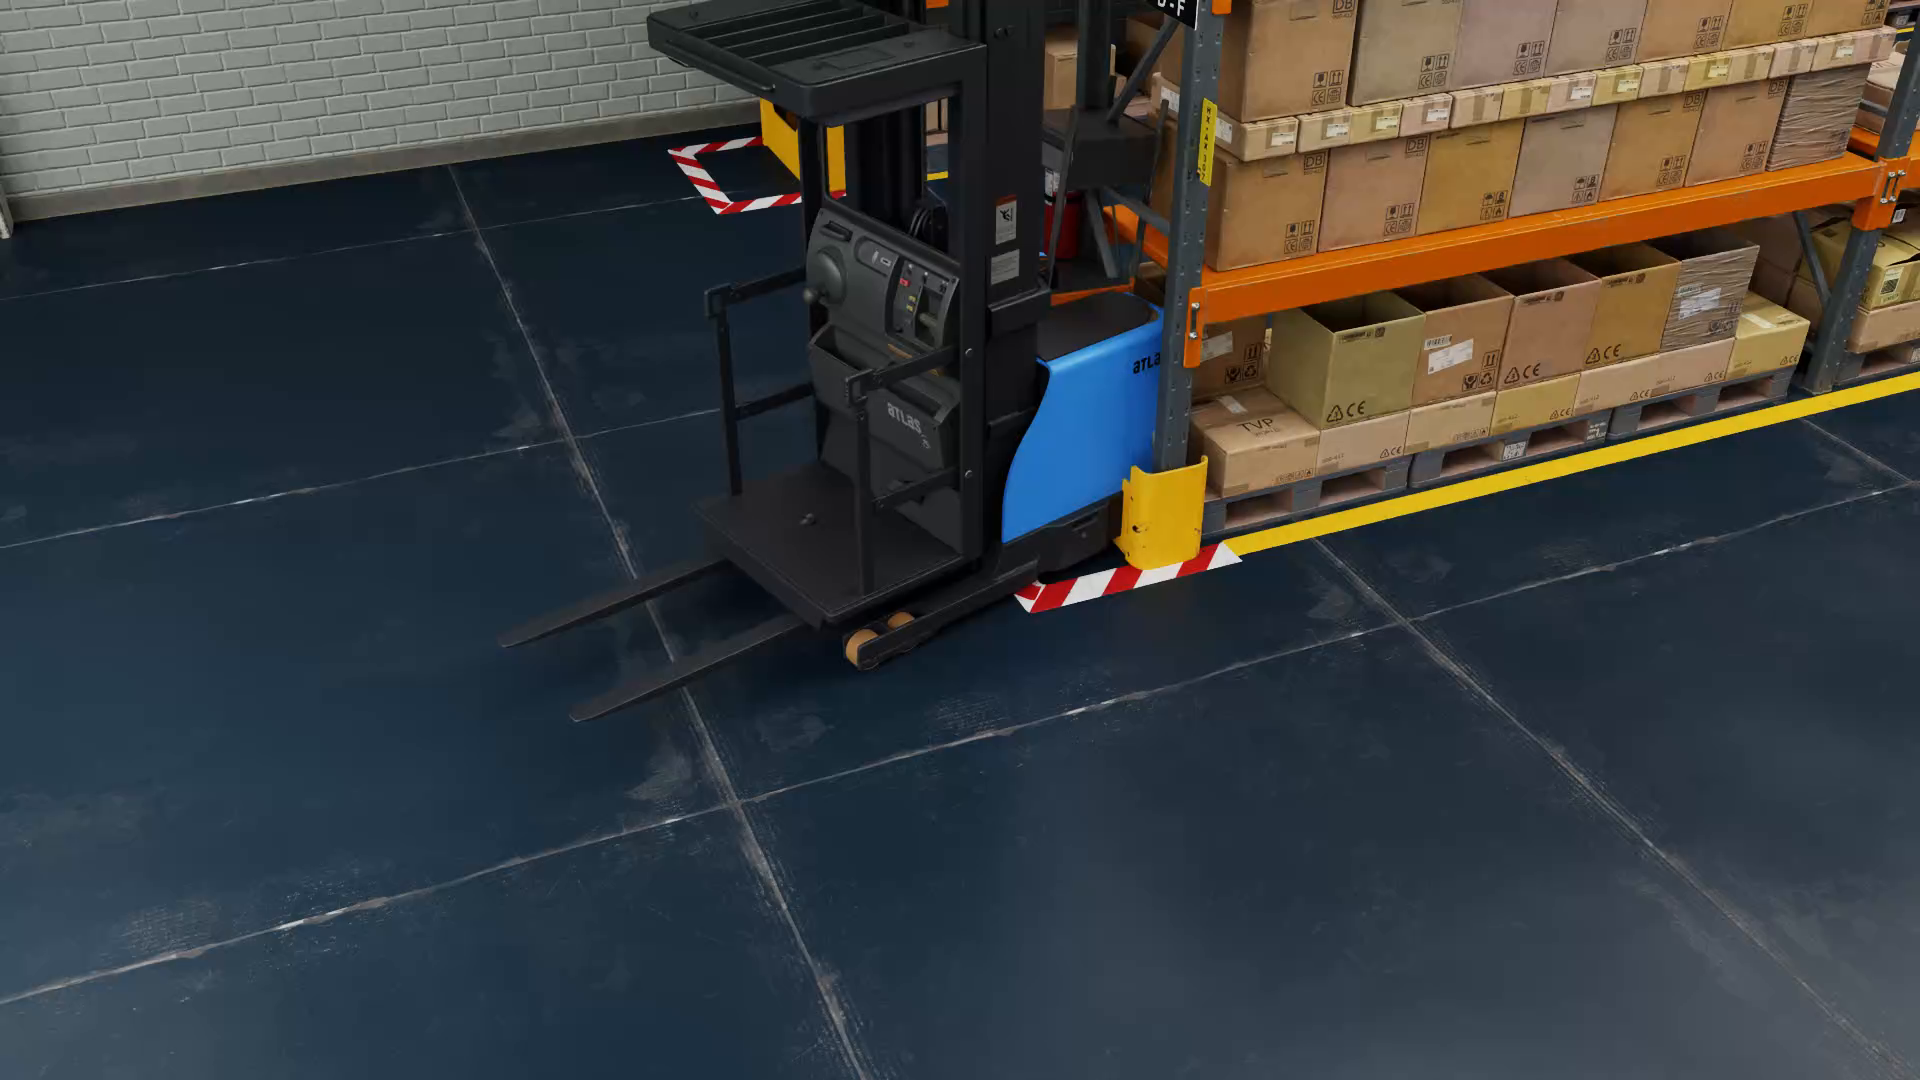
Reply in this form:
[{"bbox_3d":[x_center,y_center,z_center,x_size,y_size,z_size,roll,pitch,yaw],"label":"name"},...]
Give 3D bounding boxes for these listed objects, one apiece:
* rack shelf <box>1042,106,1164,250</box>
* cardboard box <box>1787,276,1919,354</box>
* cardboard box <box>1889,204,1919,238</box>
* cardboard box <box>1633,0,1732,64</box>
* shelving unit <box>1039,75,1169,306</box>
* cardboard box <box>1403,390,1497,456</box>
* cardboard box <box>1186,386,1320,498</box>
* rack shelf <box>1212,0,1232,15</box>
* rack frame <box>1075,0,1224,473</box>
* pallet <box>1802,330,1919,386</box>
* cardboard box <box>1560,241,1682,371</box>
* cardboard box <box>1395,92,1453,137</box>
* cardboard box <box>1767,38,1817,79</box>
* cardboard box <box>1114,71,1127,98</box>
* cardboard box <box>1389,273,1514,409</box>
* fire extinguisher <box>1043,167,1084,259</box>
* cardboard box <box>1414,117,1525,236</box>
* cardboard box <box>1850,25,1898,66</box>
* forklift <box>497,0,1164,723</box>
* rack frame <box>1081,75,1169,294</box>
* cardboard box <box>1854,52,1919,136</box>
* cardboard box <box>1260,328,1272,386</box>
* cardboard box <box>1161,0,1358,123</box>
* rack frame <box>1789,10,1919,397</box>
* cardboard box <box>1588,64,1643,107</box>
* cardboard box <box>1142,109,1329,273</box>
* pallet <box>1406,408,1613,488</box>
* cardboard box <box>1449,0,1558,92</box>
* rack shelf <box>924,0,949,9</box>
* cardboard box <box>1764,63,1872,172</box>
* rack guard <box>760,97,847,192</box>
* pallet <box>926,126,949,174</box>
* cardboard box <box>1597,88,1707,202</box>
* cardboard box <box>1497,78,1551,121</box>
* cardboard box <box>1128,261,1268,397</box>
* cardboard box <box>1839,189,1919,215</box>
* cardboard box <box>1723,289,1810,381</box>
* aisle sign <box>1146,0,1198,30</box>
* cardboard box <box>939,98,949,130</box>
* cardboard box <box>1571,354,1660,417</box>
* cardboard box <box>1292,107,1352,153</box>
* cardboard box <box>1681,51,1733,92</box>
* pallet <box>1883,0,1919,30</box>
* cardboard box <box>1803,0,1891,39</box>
[{"bbox_3d":[0.533,-1.611,7.287,0.480,0.518,0.431,-13,36,-32],"label":"rack shelf"},{"bbox_3d":[4.917,-1.274,9.093,0.500,0.250,0.500,-14,35,-20],"label":"cardboard box"},{"bbox_3d":[5.390,-1.613,9.101,0.500,0.311,0.500,-13,35,-19],"label":"cardboard box"},{"bbox_3d":[3.115,-2.566,7.662,0.500,0.500,0.700,-13,35,-19],"label":"cardboard box"},{"bbox_3d":[0.450,-1.020,7.627,0.503,2.100,0.431,-13,36,-32],"label":"shelving unit"},{"bbox_3d":[2.262,-0.683,8.185,0.500,0.250,0.500,-13,35,-19],"label":"cardboard box"},{"bbox_3d":[1.341,-0.470,7.858,0.500,0.250,0.500,-13,35,-19],"label":"cardboard box"},{"bbox_3d":[2.605,-2.823,7.248,4.000,0.370,1.077,-13,35,-19],"label":"rack shelf"},{"bbox_3d":[0.761,-1.445,7.221,0.127,3.000,1.000,-13,35,-19],"label":"rack frame"},{"bbox_3d":[5.113,-1.296,9.548,1.213,0.211,1.003,-13,35,-19],"label":"pallet"},{"bbox_3d":[3.181,-1.212,8.312,0.500,0.500,0.500,-13,35,-19],"label":"cardboard box"},{"bbox_3d":[1.912,-1.895,7.225,0.250,0.149,0.380,-13,35,-20],"label":"cardboard box"},{"bbox_3d":[3.812,-2.331,7.895,0.250,0.149,0.380,-14,36,-20],"label":"cardboard box"},{"bbox_3d":[1.045,-3.442,12.500,0.250,0.149,0.380,-16,36,-23],"label":"cardboard box"},{"bbox_3d":[2.258,-1.003,7.989,0.500,0.500,0.500,-13,35,-19],"label":"cardboard box"},{"bbox_3d":[0.472,-1.621,7.562,0.183,0.674,0.296,-13,35,-19],"label":"fire extinguisher"},{"bbox_3d":[2.138,-1.794,7.666,0.500,0.500,0.700,-13,35,-19],"label":"cardboard box"},{"bbox_3d":[4.281,-2.438,8.061,0.250,0.149,0.380,-13,35,-19],"label":"cardboard box"},{"bbox_3d":[-0.485,-1.014,6.622,3.031,2.935,1.130,-24,40,-32],"label":"forklift"},{"bbox_3d":[0.653,-1.065,7.755,0.015,2.100,0.400,-13,36,-32],"label":"rack frame"},{"bbox_3d":[4.886,-2.353,8.753,0.500,0.250,0.500,-11,35,-16],"label":"cardboard box"},{"bbox_3d":[1.597,-0.842,8.430,0.500,0.250,0.500,-13,35,-19],"label":"cardboard box"},{"bbox_3d":[1.245,-2.134,6.998,0.500,0.500,0.700,-13,35,-19],"label":"cardboard box"},{"bbox_3d":[4.449,-2.290,8.519,0.127,3.000,1.000,-13,35,-19],"label":"rack frame"},{"bbox_3d":[2.866,-2.113,7.561,0.250,0.149,0.380,-12,35,-17],"label":"cardboard box"},{"bbox_3d":[1.196,-1.579,7.335,0.500,0.500,0.700,-13,35,-19],"label":"cardboard box"},{"bbox_3d":[2.573,-0.714,8.654,1.213,0.211,1.003,-13,35,-19],"label":"pallet"},{"bbox_3d":[2.192,-2.355,7.337,0.500,0.500,0.700,-13,35,-19],"label":"cardboard box"},{"bbox_3d":[0.684,-4.056,11.893,4.000,0.370,1.077,-13,35,-19],"label":"rack shelf"},{"bbox_3d":[4.042,-2.235,8.342,0.500,0.500,0.700,-14,36,-20],"label":"cardboard box"},{"bbox_3d":[-1.090,-2.904,11.754,0.348,0.500,1.175,-13,35,-19],"label":"rack guard"},{"bbox_3d":[-0.328,-2.936,12.069,1.213,0.211,1.003,-13,35,-19],"label":"pallet"},{"bbox_3d":[3.094,-2.016,8.006,0.500,0.500,0.700,-12,35,-18],"label":"cardboard box"},{"bbox_3d":[2.392,-2.006,7.397,0.250,0.149,0.380,-13,35,-20],"label":"cardboard box"},{"bbox_3d":[1.140,-1.046,8.055,0.500,0.500,0.500,-13,35,-19],"label":"cardboard box"},{"bbox_3d":[5.188,-1.891,9.528,0.500,0.311,0.500,-12,35,-18],"label":"cardboard box"},{"bbox_3d":[4.106,-1.105,8.835,0.500,0.250,0.500,-13,35,-19],"label":"cardboard box"},{"bbox_3d":[0.819,-2.367,6.254,0.004,0.787,0.394,-13,35,-19],"label":"aisle sign"},{"bbox_3d":[0.038,-3.214,12.001,0.500,0.311,0.500,-10,34,-15],"label":"cardboard box"},{"bbox_3d":[3.186,-0.892,8.506,0.500,0.250,0.500,-13,35,-19],"label":"cardboard box"},{"bbox_3d":[1.448,-1.791,7.065,0.250,0.149,0.380,-14,36,-20],"label":"cardboard box"},{"bbox_3d":[3.342,-2.224,7.732,0.250,0.149,0.380,-13,35,-19],"label":"cardboard box"},{"bbox_3d":[8.095,-4.840,14.994,1.213,0.211,1.003,-13,35,-19],"label":"pallet"},{"bbox_3d":[4.042,-2.778,7.989,0.500,0.500,0.700,-13,35,-19],"label":"cardboard box"}]
